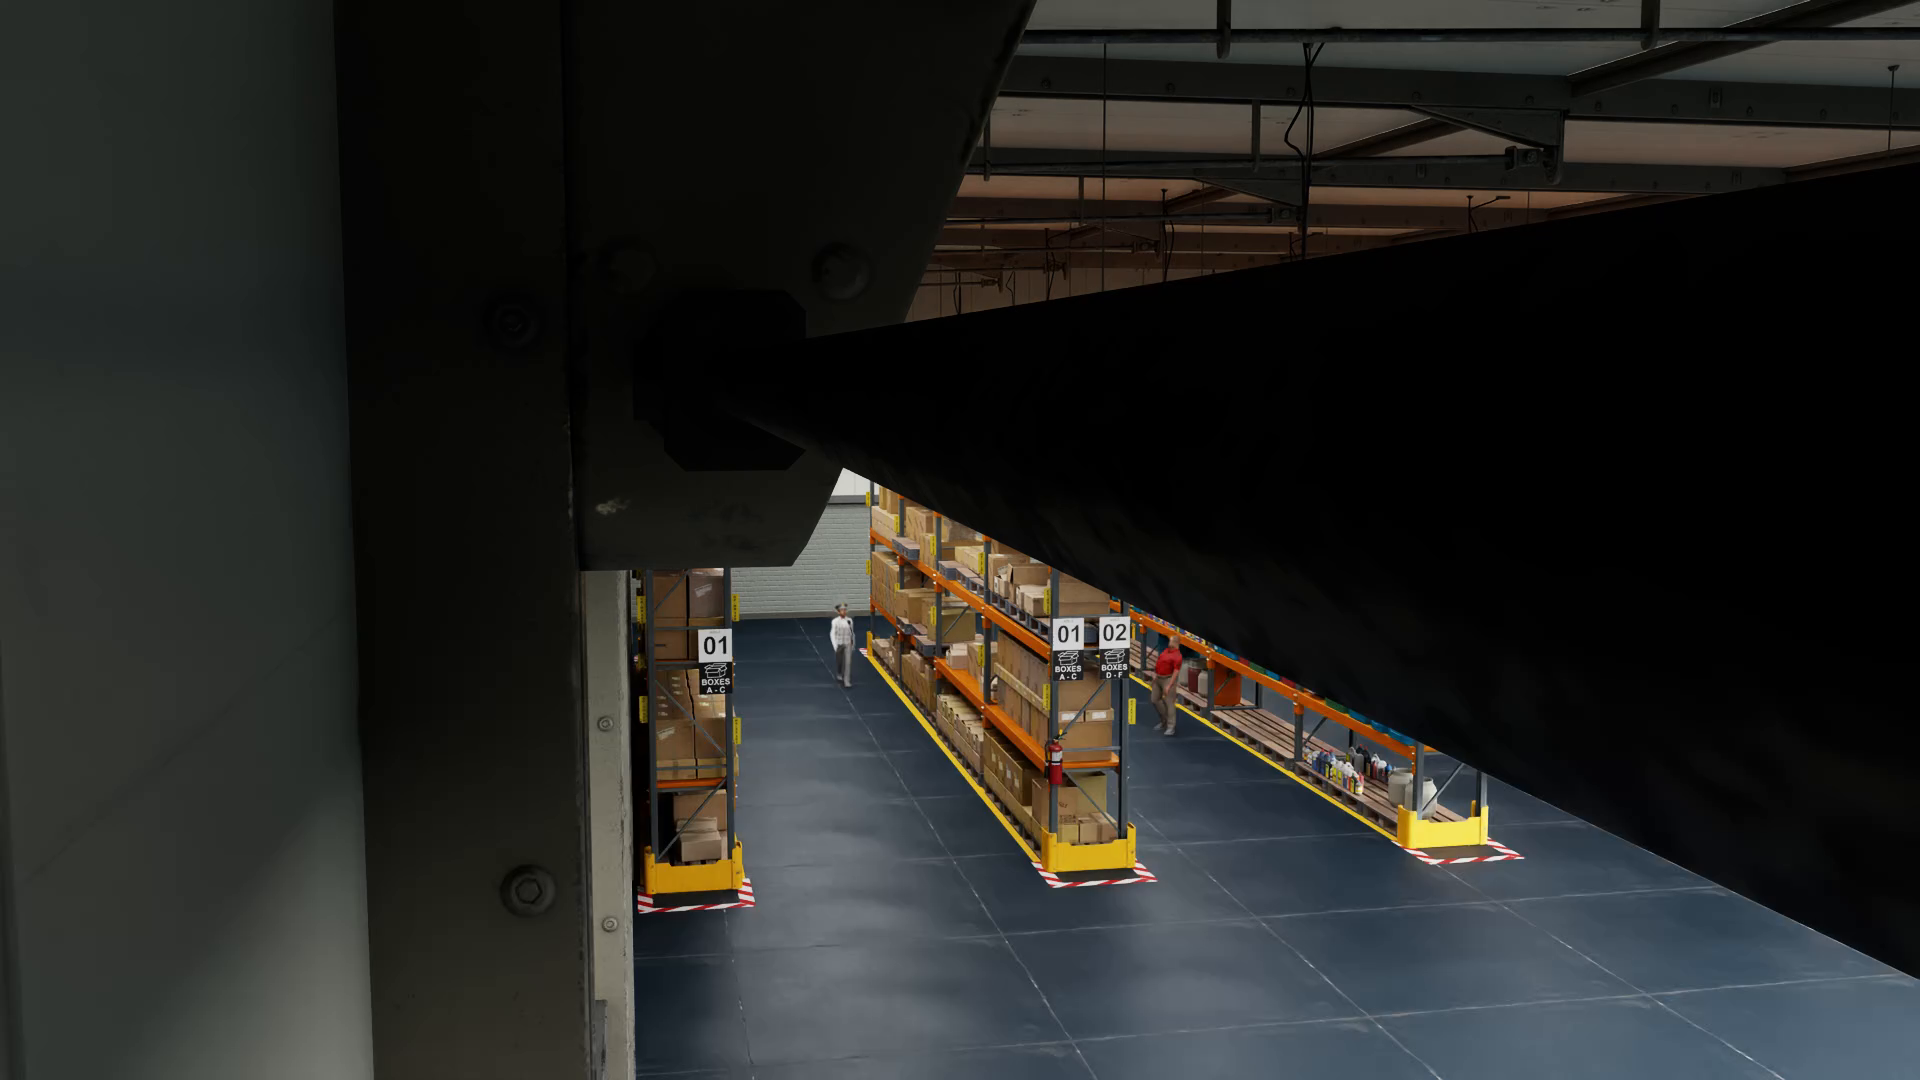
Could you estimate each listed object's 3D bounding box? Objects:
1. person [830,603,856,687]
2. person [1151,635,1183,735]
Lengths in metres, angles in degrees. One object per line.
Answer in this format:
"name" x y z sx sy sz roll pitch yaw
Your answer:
"person" -2.321 2.069 33.002 0.502 1.639 0.963 -1 6 -5
"person" 3.559 2.498 28.760 0.458 1.741 0.670 -4 7 -31
